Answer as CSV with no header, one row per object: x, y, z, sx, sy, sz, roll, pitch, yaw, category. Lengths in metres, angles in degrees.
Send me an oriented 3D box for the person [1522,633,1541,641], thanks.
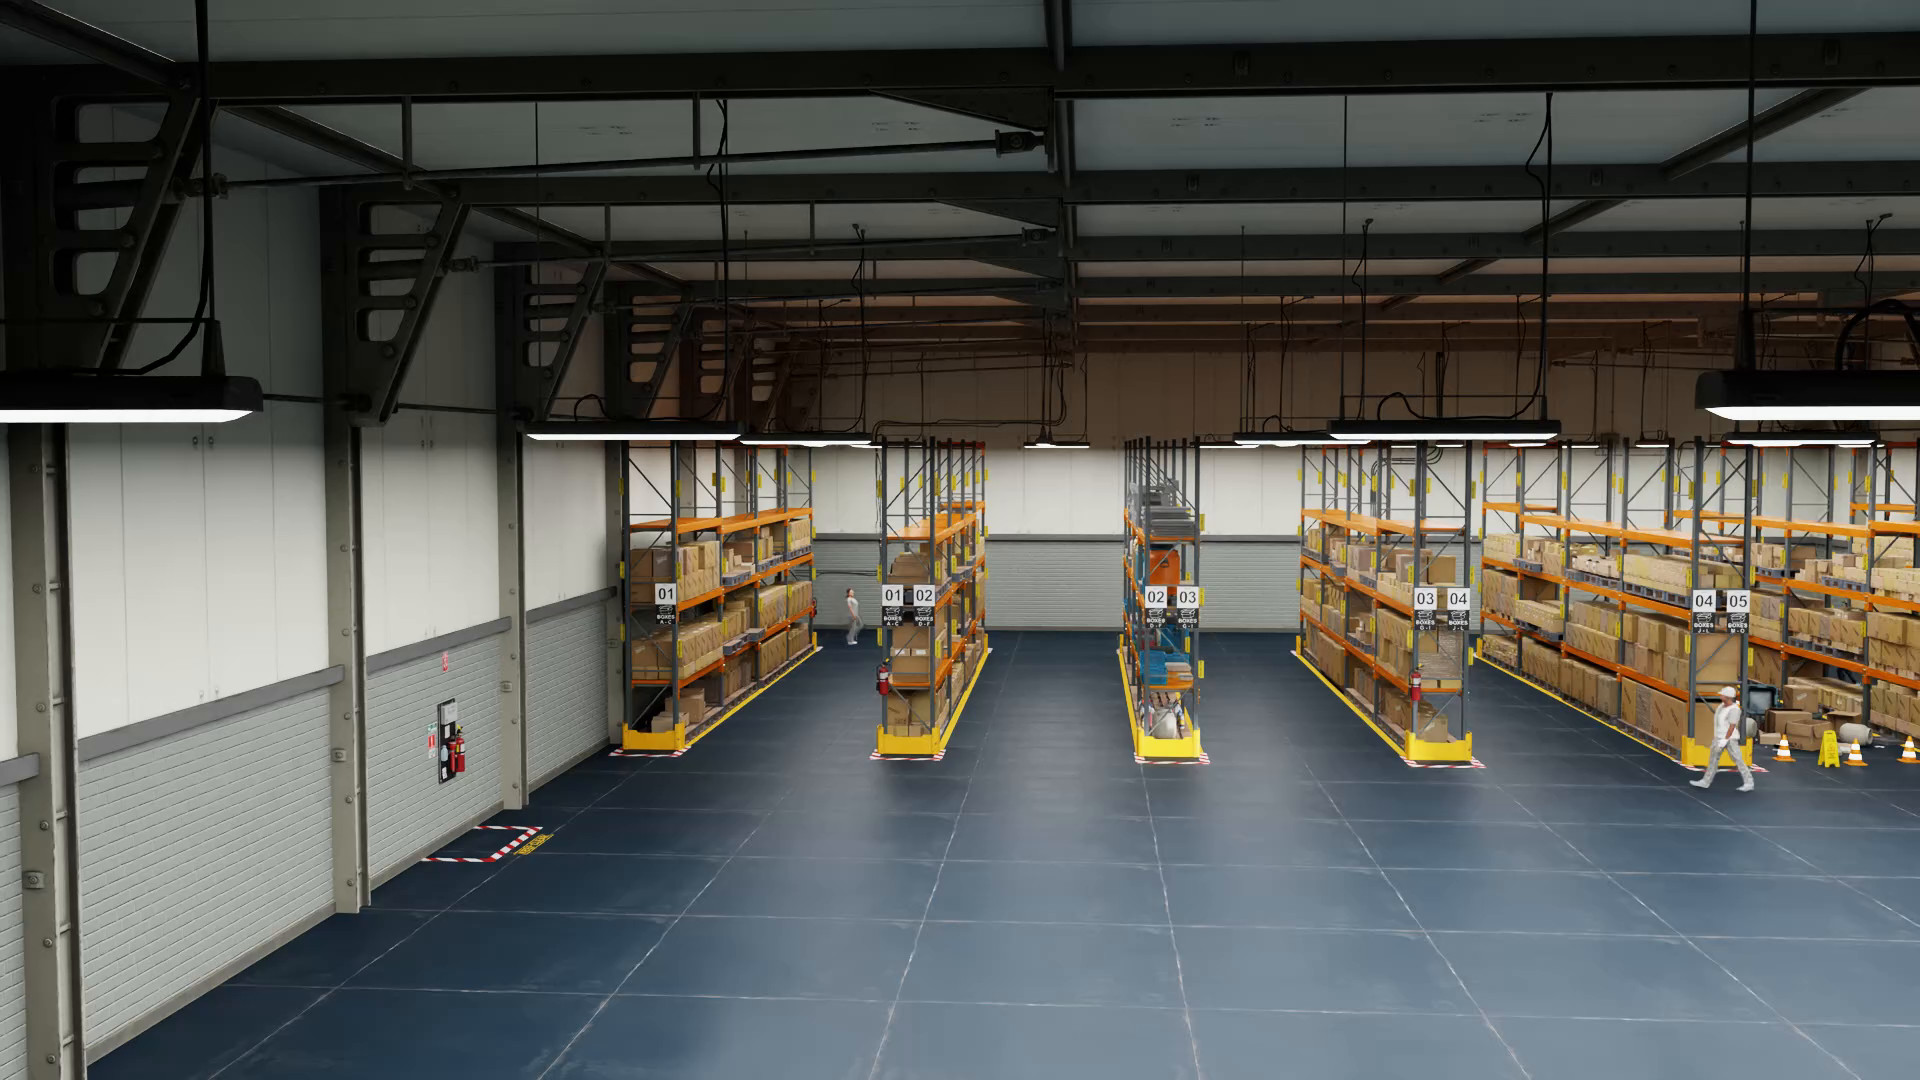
16.223,2.324,47.358,1.053,1.747,0.621,0,3,2,person

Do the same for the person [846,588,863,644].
-3.136,2.254,49.056,0.500,1.647,0.471,1,3,11,person

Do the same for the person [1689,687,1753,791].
12.864,3.346,28.026,0.845,1.761,0.643,0,3,-7,person

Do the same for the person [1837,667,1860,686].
21.118,2.831,39.617,0.481,1.571,0.551,-2,4,-32,person
